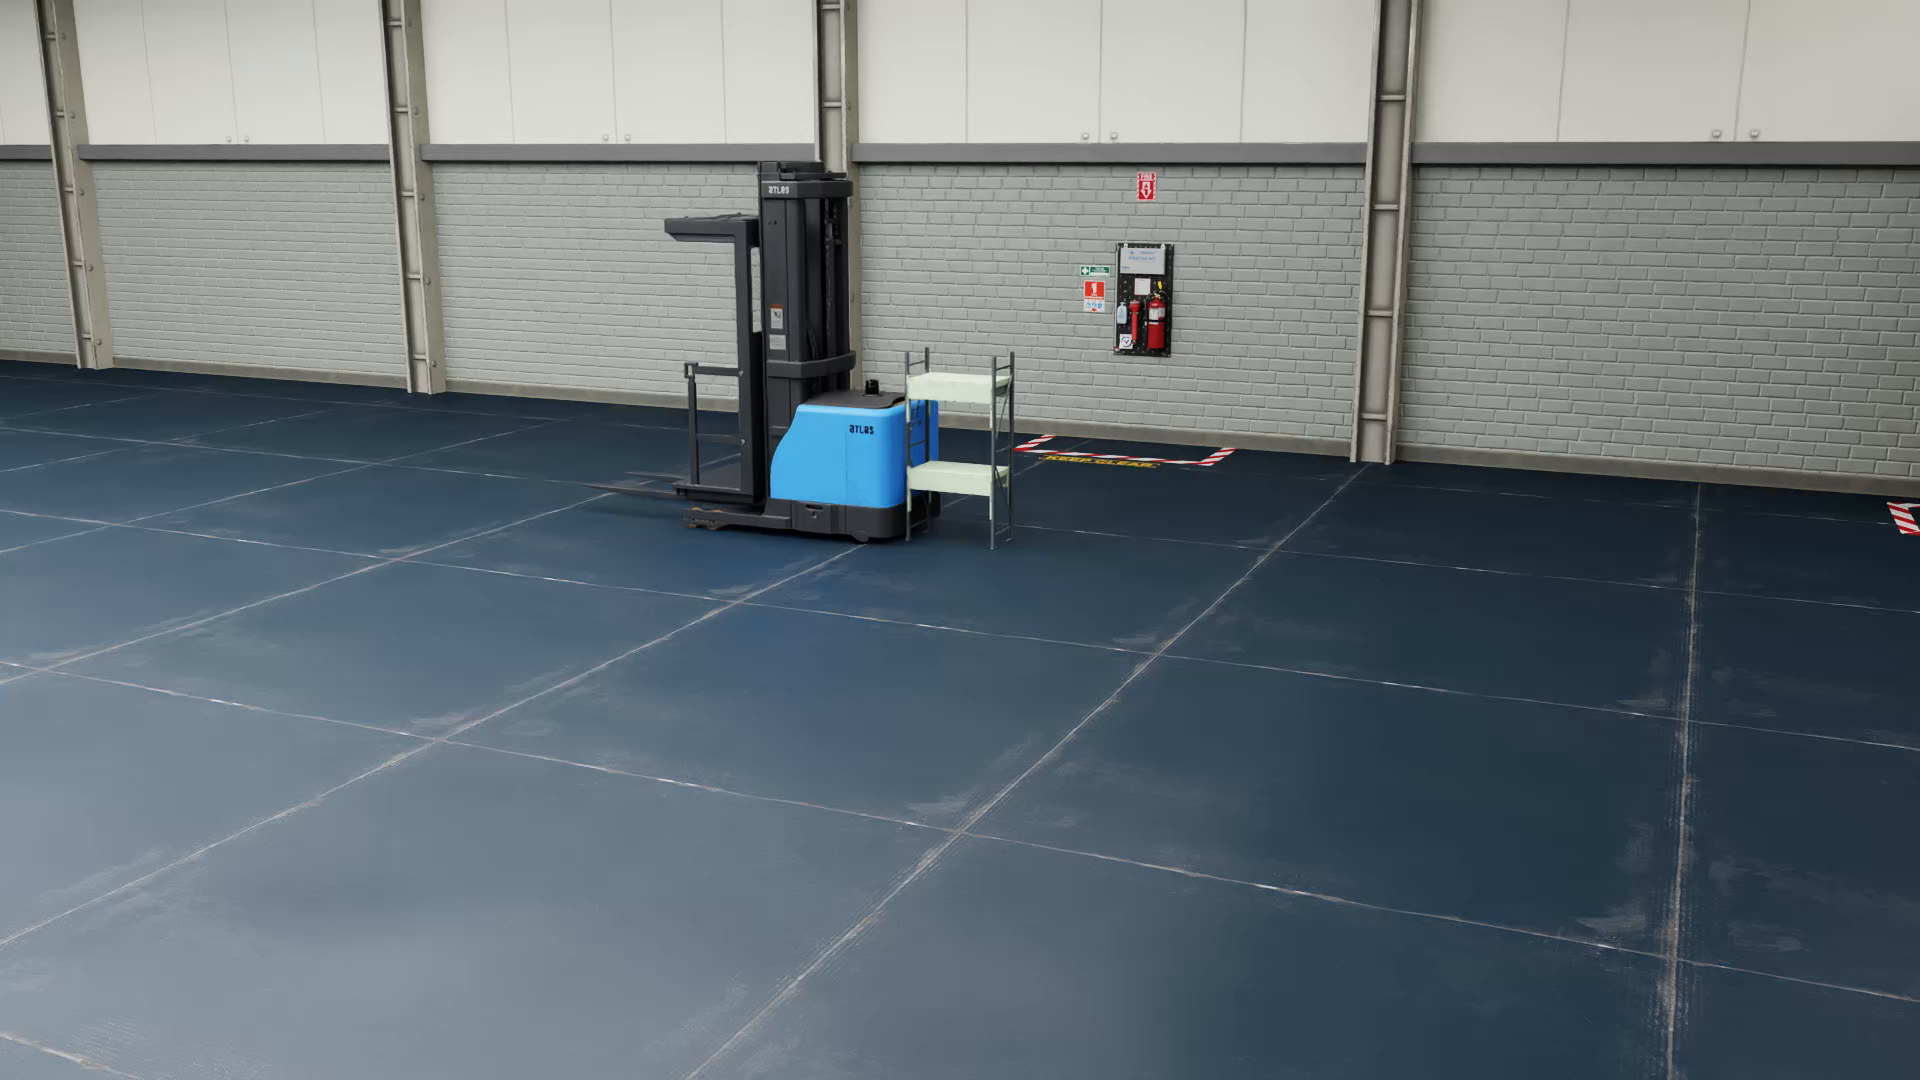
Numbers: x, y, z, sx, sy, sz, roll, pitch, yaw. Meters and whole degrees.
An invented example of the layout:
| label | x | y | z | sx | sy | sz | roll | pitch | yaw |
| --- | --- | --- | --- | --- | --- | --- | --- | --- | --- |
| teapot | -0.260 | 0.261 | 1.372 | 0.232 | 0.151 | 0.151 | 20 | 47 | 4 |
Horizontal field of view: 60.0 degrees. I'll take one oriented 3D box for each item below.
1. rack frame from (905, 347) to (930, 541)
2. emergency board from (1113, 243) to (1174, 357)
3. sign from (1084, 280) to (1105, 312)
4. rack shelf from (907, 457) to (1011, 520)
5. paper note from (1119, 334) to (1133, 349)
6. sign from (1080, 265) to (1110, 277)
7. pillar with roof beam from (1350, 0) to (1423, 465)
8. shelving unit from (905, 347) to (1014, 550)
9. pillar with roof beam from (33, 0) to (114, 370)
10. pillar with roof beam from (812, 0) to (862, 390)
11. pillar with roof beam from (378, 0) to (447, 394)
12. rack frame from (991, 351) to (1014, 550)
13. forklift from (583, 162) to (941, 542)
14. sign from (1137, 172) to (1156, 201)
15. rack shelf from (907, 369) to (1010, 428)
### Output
| label | x | y | z | sx | sy | sz | roll | pitch | yaw |
| --- | --- | --- | --- | --- | --- | --- | --- | --- | --- |
| rack frame | -0.336 | -0.764 | 13.229 | 0.023 | 1.500 | 0.400 | 6 | 14 | 23 |
| emergency board | 1.887 | -2.492 | 17.308 | 0.643 | 1.169 | 0.194 | 6 | 14 | 23 |
| sign | 1.423 | -2.582 | 17.614 | 0.234 | 0.329 | 0.001 | 6 | 14 | 23 |
| rack shelf | -0.002 | -0.413 | 13.159 | 0.720 | 0.370 | 0.431 | 6 | 14 | 23 |
| paper note | 1.753 | -2.094 | 17.540 | 0.142 | 0.148 | 0.016 | 6 | 14 | 23 |
| sign | 1.424 | -2.838 | 17.544 | 0.331 | 0.109 | 0.001 | 6 | 14 | 23 |
| pillar with roof beam | 2.387 | -4.277 | 11.783 | 0.400 | 9.000 | 9.100 | 6 | 14 | 23 |
| shelving unit | -0.002 | -0.730 | 13.084 | 0.755 | 1.500 | 0.431 | 6 | 14 | 23 |
| pillar with roof beam | -14.070 | -5.942 | 18.880 | 0.400 | 9.000 | 9.100 | 6 | 14 | 23 |
| pillar with roof beam | -3.098 | -4.832 | 14.149 | 0.400 | 9.000 | 9.100 | 6 | 14 | 23 |
| pillar with roof beam | -8.584 | -5.387 | 16.515 | 0.400 | 9.000 | 9.100 | 6 | 14 | 23 |
| rack frame | 0.332 | -0.696 | 12.939 | 0.023 | 1.500 | 0.400 | 6 | 14 | 23 |
| forklift | -1.724 | -1.612 | 13.710 | 3.031 | 2.935 | 1.130 | 6 | 14 | 23 |
| sign | 1.920 | -3.642 | 17.135 | 0.199 | 0.298 | 0.001 | 6 | 14 | 23 |
| rack shelf | -0.002 | -1.110 | 12.995 | 0.720 | 0.370 | 0.431 | 6 | 14 | 23 |
